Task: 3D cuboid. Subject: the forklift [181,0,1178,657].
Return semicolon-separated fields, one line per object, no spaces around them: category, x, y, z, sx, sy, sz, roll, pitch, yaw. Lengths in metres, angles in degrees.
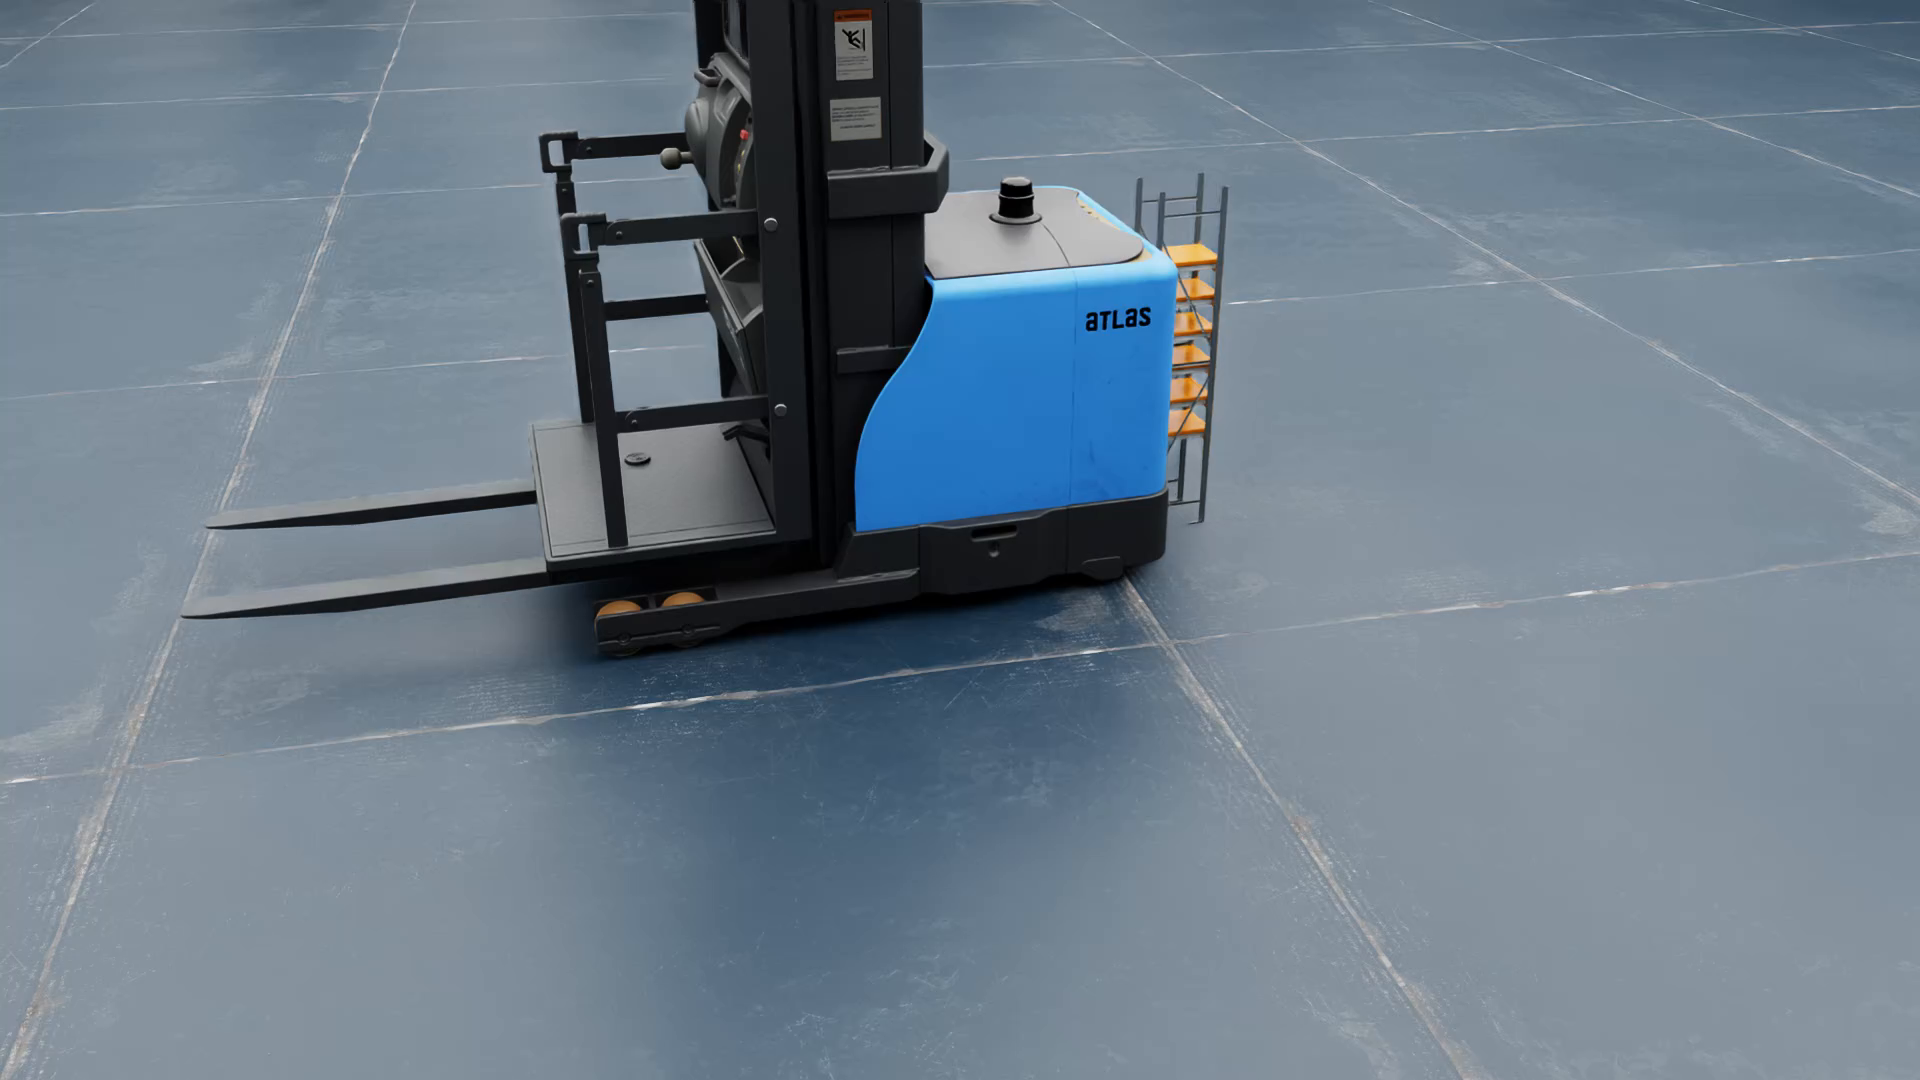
forklift;-0.894;-1.220;4.914;3.031;2.935;1.130;-7;28;-14

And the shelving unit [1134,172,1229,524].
shelving unit;0.720;-0.623;5.653;0.258;1.200;0.189;-8;28;-15

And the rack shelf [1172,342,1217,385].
rack shelf;0.720;-0.583;5.673;0.258;0.103;0.180;-8;28;-15

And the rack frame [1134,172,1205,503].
rack frame;0.693;-0.662;5.731;0.240;1.200;0.006;-8;28;-15

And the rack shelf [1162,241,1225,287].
rack shelf;0.720;-0.905;5.511;0.258;0.103;0.180;-8;28;-15

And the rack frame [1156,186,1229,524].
rack frame;0.747;-0.584;5.575;0.240;1.200;0.006;-8;28;-15

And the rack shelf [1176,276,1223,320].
rack shelf;0.720;-0.798;5.565;0.258;0.103;0.180;-8;28;-15

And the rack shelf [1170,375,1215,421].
rack shelf;0.720;-0.476;5.727;0.258;0.103;0.180;-8;28;-15

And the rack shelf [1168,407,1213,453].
rack shelf;0.720;-0.369;5.781;0.258;0.103;0.180;-8;28;-15

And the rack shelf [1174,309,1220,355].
rack shelf;0.720;-0.690;5.619;0.258;0.103;0.180;-8;28;-15
